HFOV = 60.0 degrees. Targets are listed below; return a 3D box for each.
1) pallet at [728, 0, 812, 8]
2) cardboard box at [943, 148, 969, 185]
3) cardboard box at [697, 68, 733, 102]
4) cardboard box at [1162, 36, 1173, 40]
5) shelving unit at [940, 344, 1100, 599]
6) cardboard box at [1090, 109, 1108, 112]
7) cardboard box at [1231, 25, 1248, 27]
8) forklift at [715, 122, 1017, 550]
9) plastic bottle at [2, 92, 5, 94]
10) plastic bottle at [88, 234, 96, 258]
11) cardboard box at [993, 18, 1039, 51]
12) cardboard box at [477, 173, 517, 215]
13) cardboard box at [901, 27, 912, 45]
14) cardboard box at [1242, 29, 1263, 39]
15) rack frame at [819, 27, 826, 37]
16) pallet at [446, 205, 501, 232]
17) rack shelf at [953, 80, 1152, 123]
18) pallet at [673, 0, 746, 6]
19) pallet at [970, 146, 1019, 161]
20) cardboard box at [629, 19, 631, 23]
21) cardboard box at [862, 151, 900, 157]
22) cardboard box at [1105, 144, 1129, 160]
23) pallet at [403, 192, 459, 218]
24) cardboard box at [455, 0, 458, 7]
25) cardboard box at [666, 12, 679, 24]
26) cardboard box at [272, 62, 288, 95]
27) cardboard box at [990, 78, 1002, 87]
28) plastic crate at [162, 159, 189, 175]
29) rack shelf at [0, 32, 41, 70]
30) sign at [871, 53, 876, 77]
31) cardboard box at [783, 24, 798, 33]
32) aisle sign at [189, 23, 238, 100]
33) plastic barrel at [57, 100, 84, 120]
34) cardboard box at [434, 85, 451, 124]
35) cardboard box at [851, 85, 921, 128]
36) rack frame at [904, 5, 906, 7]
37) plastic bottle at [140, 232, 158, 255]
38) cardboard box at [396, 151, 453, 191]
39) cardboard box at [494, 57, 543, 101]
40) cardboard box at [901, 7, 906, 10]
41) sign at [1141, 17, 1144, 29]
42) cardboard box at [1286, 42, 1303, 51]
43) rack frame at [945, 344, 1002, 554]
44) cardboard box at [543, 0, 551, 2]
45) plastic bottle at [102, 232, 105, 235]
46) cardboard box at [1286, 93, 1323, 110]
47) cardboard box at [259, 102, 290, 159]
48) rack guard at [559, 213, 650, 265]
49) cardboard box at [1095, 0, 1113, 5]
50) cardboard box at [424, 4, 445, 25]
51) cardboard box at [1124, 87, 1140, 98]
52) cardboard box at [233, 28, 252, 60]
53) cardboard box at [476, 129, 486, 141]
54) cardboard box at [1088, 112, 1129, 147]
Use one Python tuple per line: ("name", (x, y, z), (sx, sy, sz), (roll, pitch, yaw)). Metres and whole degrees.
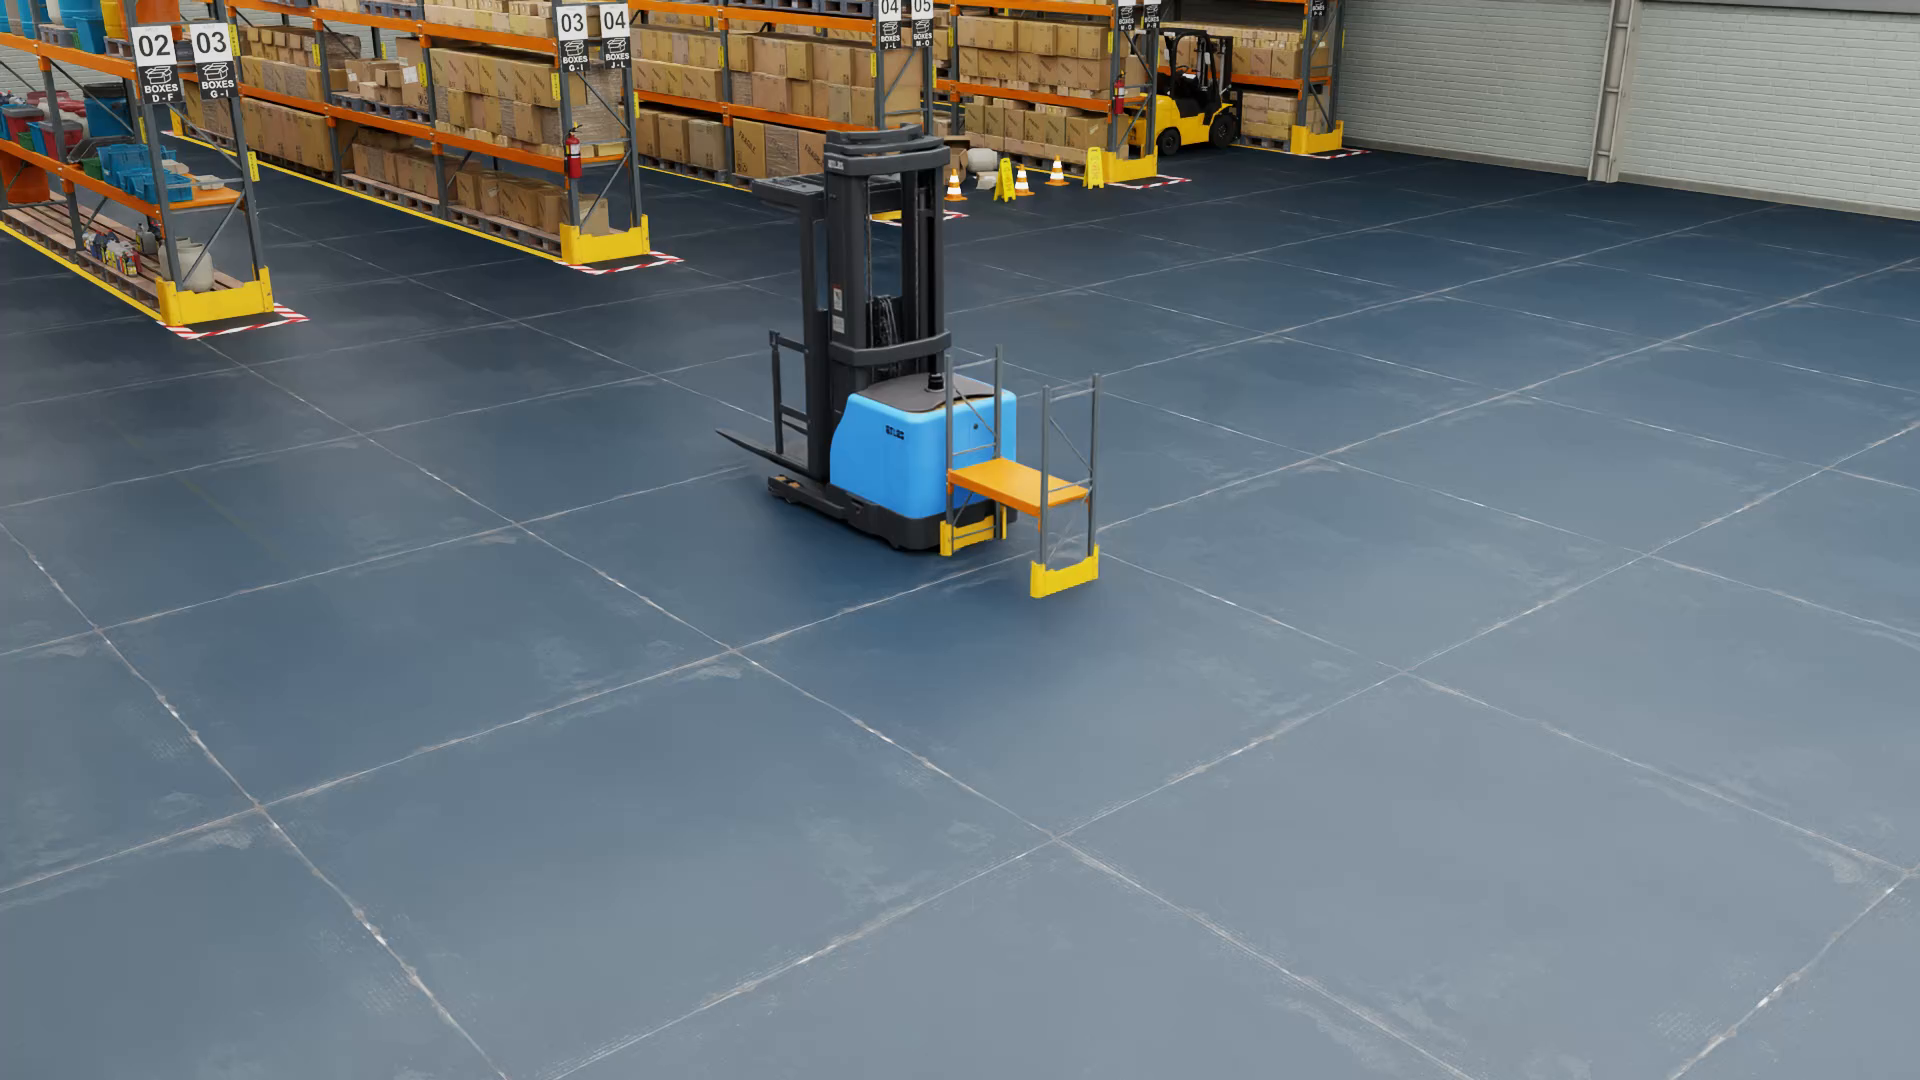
("pallet", (-2.901, -8.515, 26.119), (1.003, 0.211, 1.213), (-17, 27, -37))
("cardboard box", (-0.196, -6.209, 27.647), (0.637, 0.503, 0.797), (3, 22, 9))
("cardboard box", (-3.970, -7.515, 27.421), (0.500, 0.500, 0.500), (-18, 27, -38))
("cardboard box", (4.194, -9.904, 32.630), (0.380, 0.149, 0.250), (-17, 27, -36))
("shelving unit", (0.417, -0.512, 11.734), (0.587, 1.500, 1.083), (-17, 27, -36))
("cardboard box", (3.165, -9.224, 34.603), (0.875, 0.625, 0.625), (-18, 28, -38))
("cardboard box", (5.405, -9.809, 31.980), (0.380, 0.149, 0.250), (-16, 27, -36))
("forklift", (-0.887, -1.758, 12.954), (1.130, 2.935, 3.031), (-17, 27, -36))
("plastic bottle", (-15.067, -6.899, 26.156), (0.152, 0.276, 0.135), (-17, 27, -37))
("plastic bottle", (-10.895, -3.717, 20.994), (0.152, 0.276, 0.135), (-16, 27, -36))
("cardboard box", (1.004, -8.780, 28.872), (0.700, 0.500, 0.500), (-18, 28, -39))
("cardboard box", (-6.640, -4.990, 23.964), (0.500, 0.500, 0.500), (-9, 23, -21))
("cardboard box", (-0.875, -9.329, 31.067), (0.500, 0.500, 0.500), (-16, 27, -36))
("cardboard box", (5.496, -9.466, 31.106), (0.380, 0.149, 0.250), (-17, 27, -36))
("rack frame", (-2.354, -9.699, 33.135), (1.000, 3.000, 0.127), (-17, 27, -37))
("pallet", (-6.785, -4.760, 24.347), (1.003, 0.211, 1.213), (-17, 27, -37))
("rack shelf", (1.563, -7.707, 29.034), (1.077, 0.370, 4.000), (-17, 27, -37))
("pallet", (-4.063, -8.937, 27.338), (0.805, 0.209, 1.217), (-19, 28, -39))
("pallet", (0.722, -7.119, 30.370), (1.003, 0.211, 1.213), (-17, 27, -37))
("cardboard box", (-7.480, -11.755, 38.247), (0.500, 0.500, 0.500), (-18, 27, -38))
("cardboard box", (-1.309, -5.661, 25.161), (0.875, 0.875, 0.875), (-17, 27, -37))
("cardboard box", (2.551, -6.693, 28.654), (0.500, 0.250, 0.500), (-18, 28, -38))
("pallet", (-7.760, -5.151, 25.347), (1.003, 0.211, 1.213), (-17, 27, -37))
("cardboard box", (-6.692, -7.389, 22.783), (0.380, 0.149, 0.250), (-16, 27, -36))
("cardboard box", (-6.147, -11.662, 36.637), (0.500, 0.500, 0.500), (-17, 27, -37))
("cardboard box", (-11.365, -7.887, 28.370), (0.500, 0.500, 0.500), (-17, 27, -36))
("cardboard box", (0.755, -8.114, 29.431), (0.380, 0.149, 0.250), (-16, 27, -36))
("plastic crate", (-9.751, -4.545, 20.337), (0.530, 0.136, 0.437), (-17, 27, -37))
("rack shelf", (-12.308, -6.670, 22.275), (1.077, 0.370, 4.000), (-17, 27, -37))
("sign", (-1.236, -6.807, 23.838), (0.100, 0.325, 0.005), (-17, 27, -37))
("cardboard box", (-3.231, -10.432, 33.497), (0.500, 0.500, 0.500), (-17, 27, -37))
("aisle sign", (-8.123, -5.211, 18.111), (0.394, 0.787, 0.004), (-17, 27, -37))
("plastic barrel", (-12.222, -5.758, 22.886), (0.433, 0.535, 0.433), (0, 21, 0))
("cardboard box", (-7.004, -6.281, 23.863), (0.875, 0.500, 0.500), (-17, 27, -37))
("cardboard box", (-1.093, -6.444, 24.619), (0.875, 0.550, 0.550), (-17, 27, -37))
("rack frame", (-1.207, -11.987, 38.976), (1.000, 3.000, 0.127), (-17, 27, -37))
("plastic bottle", (-10.335, -3.788, 21.174), (0.152, 0.276, 0.135), (-17, 27, -37))
("cardboard box", (-8.298, -5.742, 25.854), (0.500, 0.500, 0.700), (20, 29, 41))
("cardboard box", (-5.841, -6.149, 22.155), (0.500, 0.500, 0.500), (-17, 27, -37))
("cardboard box", (-1.061, -12.042, 38.404), (0.700, 0.500, 0.500), (-17, 27, -36))
("sign", (3.610, -10.147, 32.800), (0.100, 0.325, 0.005), (-17, 27, -37))
("cardboard box", (6.187, -9.049, 30.449), (0.380, 0.149, 0.250), (-17, 27, -37))
("rack frame", (0.100, -0.652, 12.093), (0.500, 1.500, 0.032), (-17, 27, -36))
("cardboard box", (-5.277, -7.069, 21.965), (0.380, 0.149, 0.250), (-18, 27, -38))
("plastic bottle", (-10.815, -3.746, 21.058), (0.061, 0.283, 0.133), (-17, 27, -37))
("cardboard box", (6.456, -8.230, 31.208), (0.500, 0.250, 0.500), (-18, 28, -38))
("cardboard box", (-11.456, -7.233, 29.175), (1.225, 0.875, 0.875), (-19, 28, -39))
("rack guard", (-4.689, -3.987, 21.978), (1.175, 0.500, 0.348), (-17, 27, -37))
("cardboard box", (2.423, -8.801, 27.072), (0.380, 0.149, 0.250), (-17, 27, -37))
("cardboard box", (-7.151, -7.377, 23.298), (0.500, 0.250, 0.500), (-19, 28, -39))
("cardboard box", (2.803, -7.515, 27.903), (0.380, 0.149, 0.250), (-17, 27, -37))
("cardboard box", (-12.975, -8.927, 29.932), (0.500, 0.500, 0.500), (-16, 27, -36))
("cardboard box", (-6.503, -5.648, 23.135), (0.380, 0.149, 0.250), (-17, 27, -37))
("cardboard box", (2.535, -7.049, 28.534), (0.500, 0.500, 0.500), (-19, 28, -39))
